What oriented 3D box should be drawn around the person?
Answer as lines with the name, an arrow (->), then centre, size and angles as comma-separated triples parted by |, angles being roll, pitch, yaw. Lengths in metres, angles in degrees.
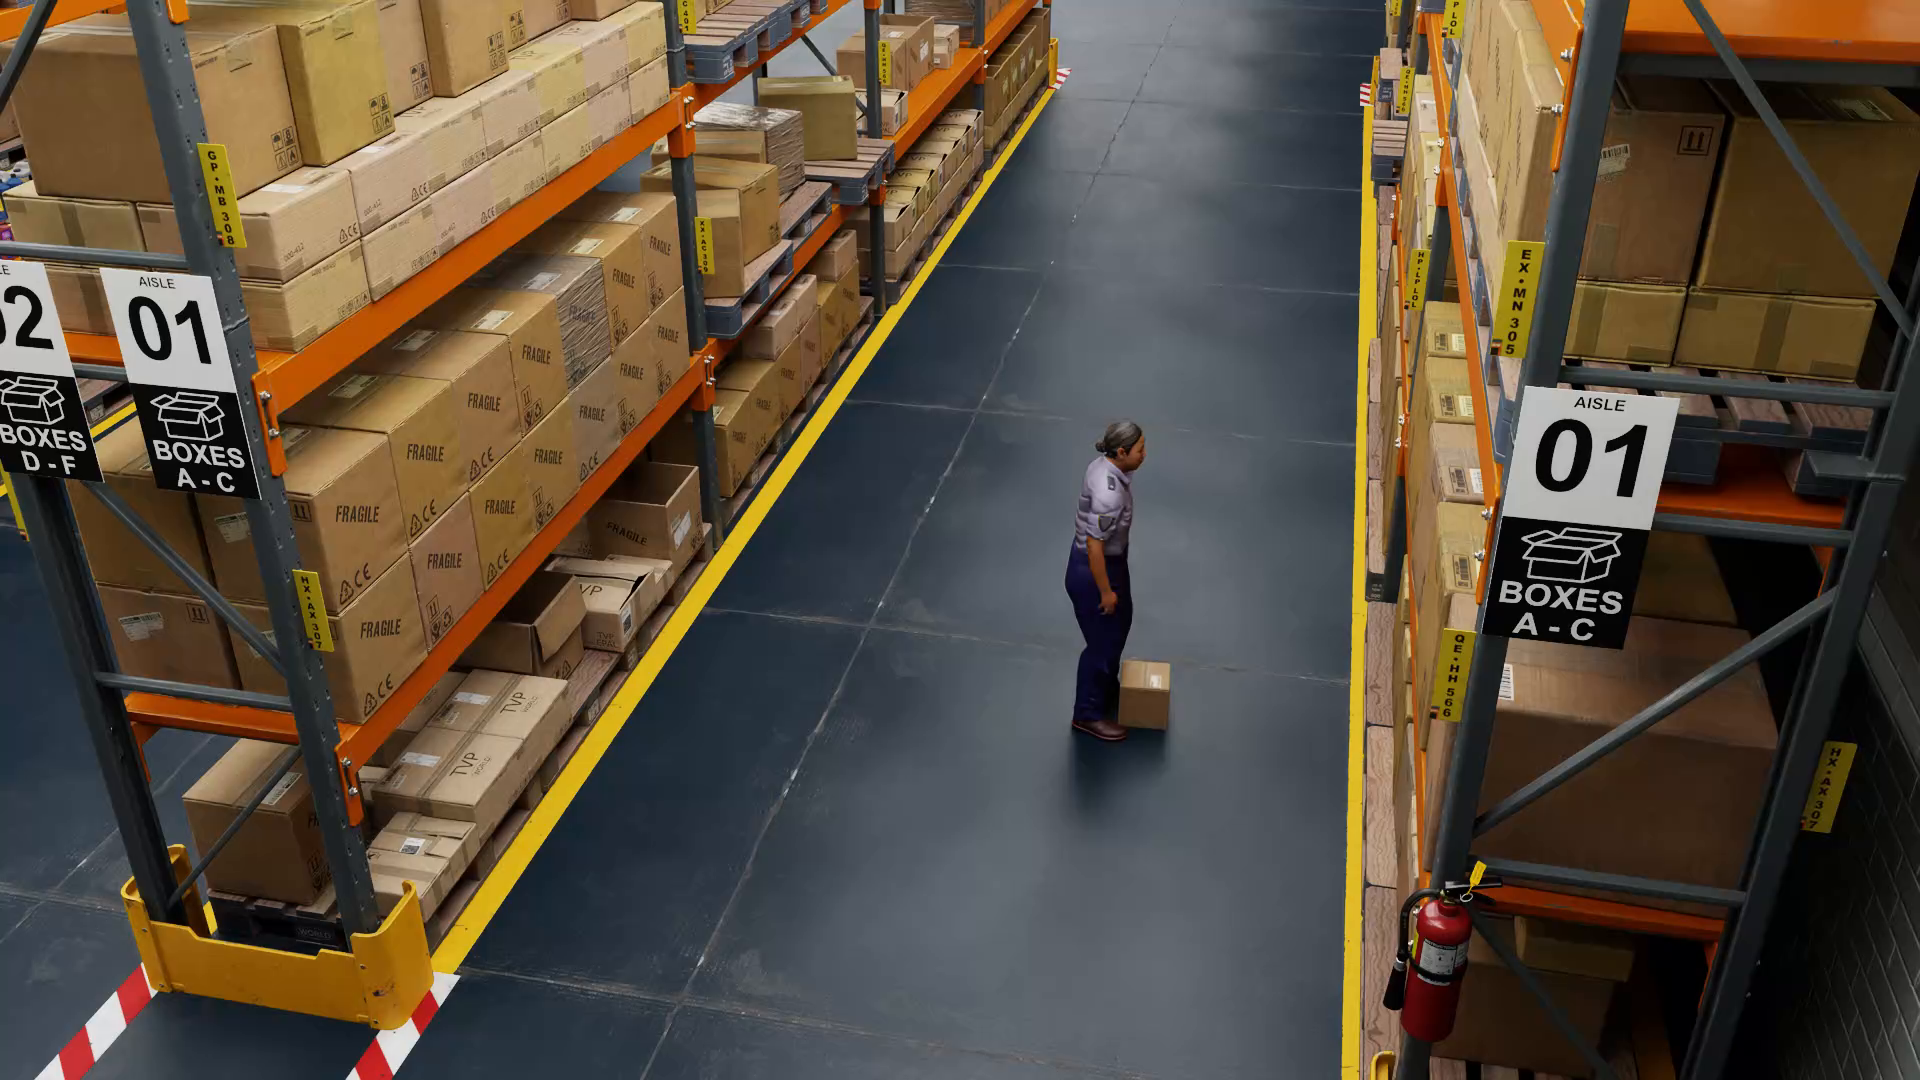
person -> 0.745, 0.172, 8.314 | 0.426, 1.647, 0.560 | 4, 29, 7
